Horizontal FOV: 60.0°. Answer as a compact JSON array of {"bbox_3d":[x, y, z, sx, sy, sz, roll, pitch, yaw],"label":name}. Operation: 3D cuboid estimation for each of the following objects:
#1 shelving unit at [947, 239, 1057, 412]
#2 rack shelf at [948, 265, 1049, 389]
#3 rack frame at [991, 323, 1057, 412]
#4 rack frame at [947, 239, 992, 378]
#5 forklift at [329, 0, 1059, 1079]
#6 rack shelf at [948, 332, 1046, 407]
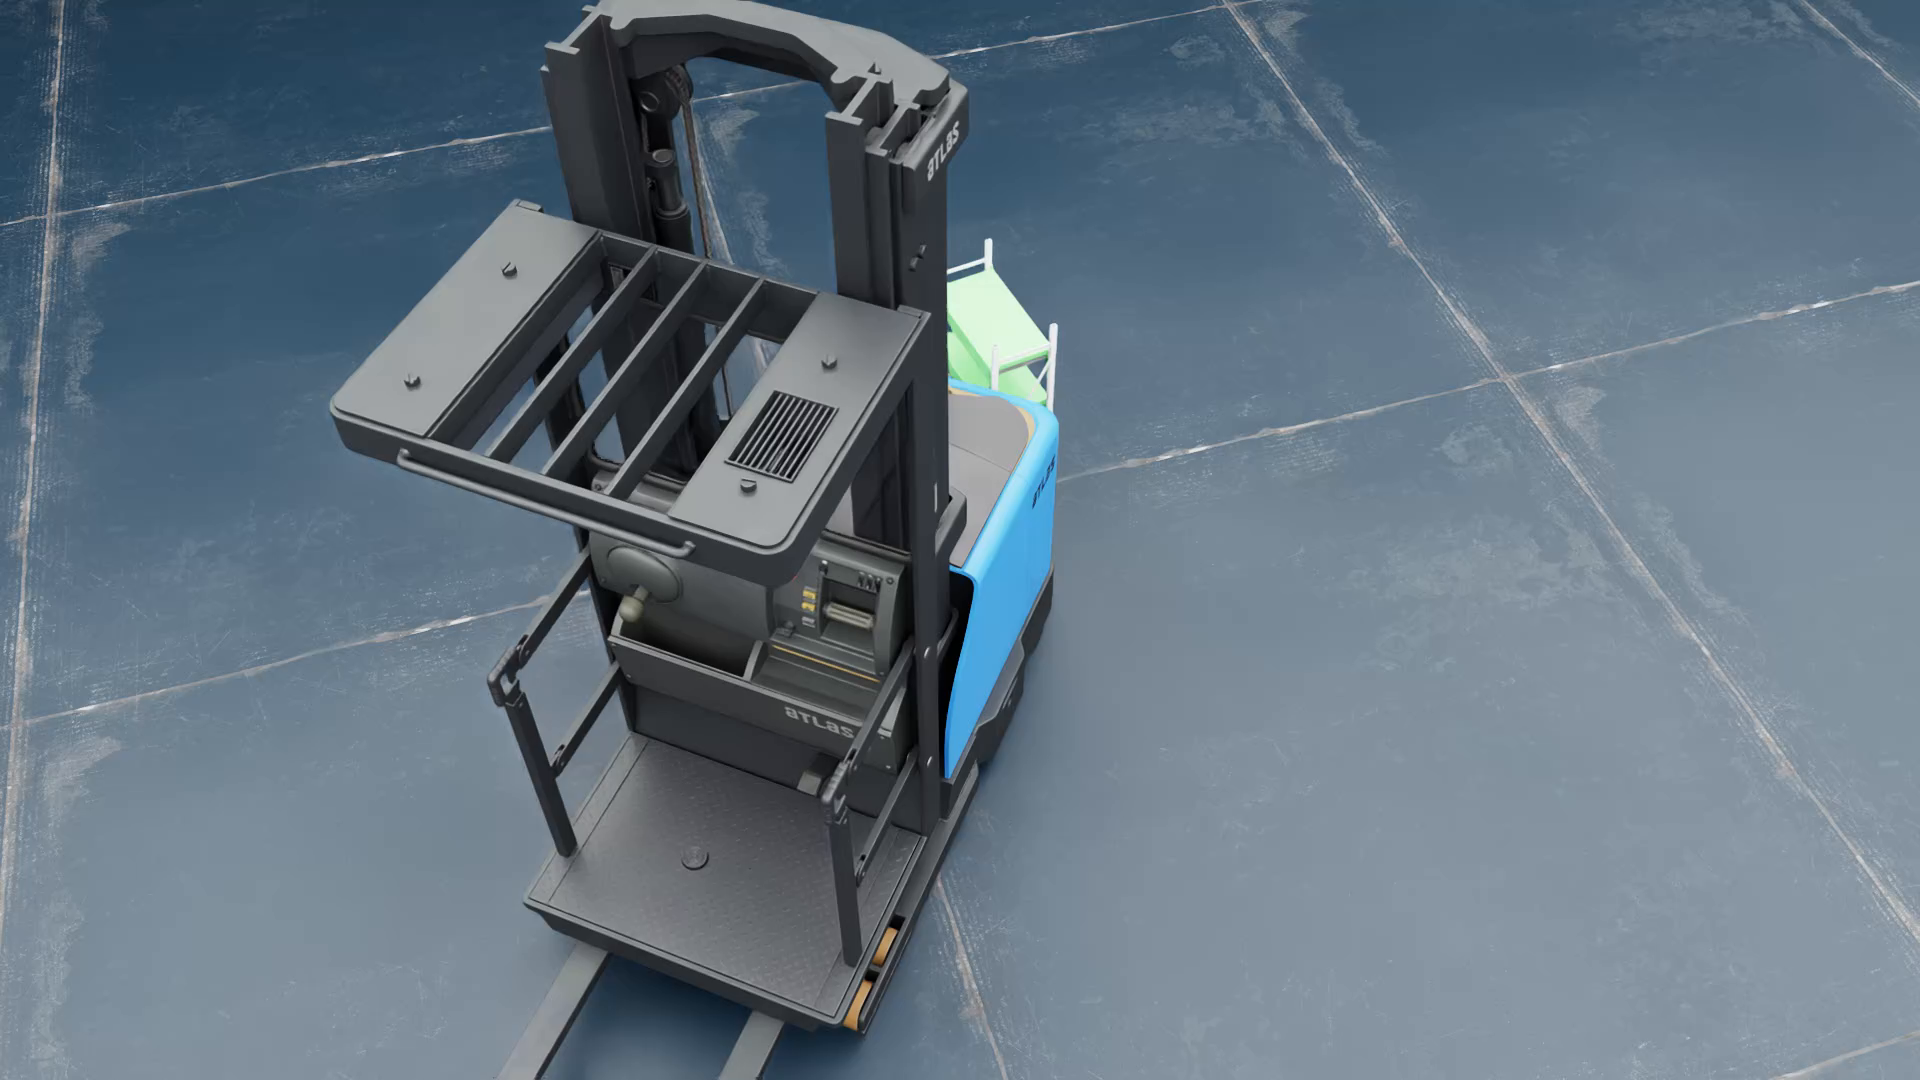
[{"bbox_3d":[0.109,-0.464,6.146,0.258,1.200,0.503,-20,53,-16],"label":"shelving unit"},{"bbox_3d":[0.109,-0.732,5.828,0.258,0.148,0.480,-20,53,-16],"label":"rack shelf"},{"bbox_3d":[0.216,-0.296,6.004,0.240,1.200,0.015,-20,53,-16],"label":"rack frame"},{"bbox_3d":[0.002,-0.631,6.287,0.240,1.200,0.015,-20,53,-16],"label":"rack frame"},{"bbox_3d":[-0.680,0.217,4.440,1.130,2.935,3.031,17,52,14],"label":"forklift"},{"bbox_3d":[0.109,-0.577,6.011,0.258,0.148,0.480,-20,53,-16],"label":"rack shelf"}]
